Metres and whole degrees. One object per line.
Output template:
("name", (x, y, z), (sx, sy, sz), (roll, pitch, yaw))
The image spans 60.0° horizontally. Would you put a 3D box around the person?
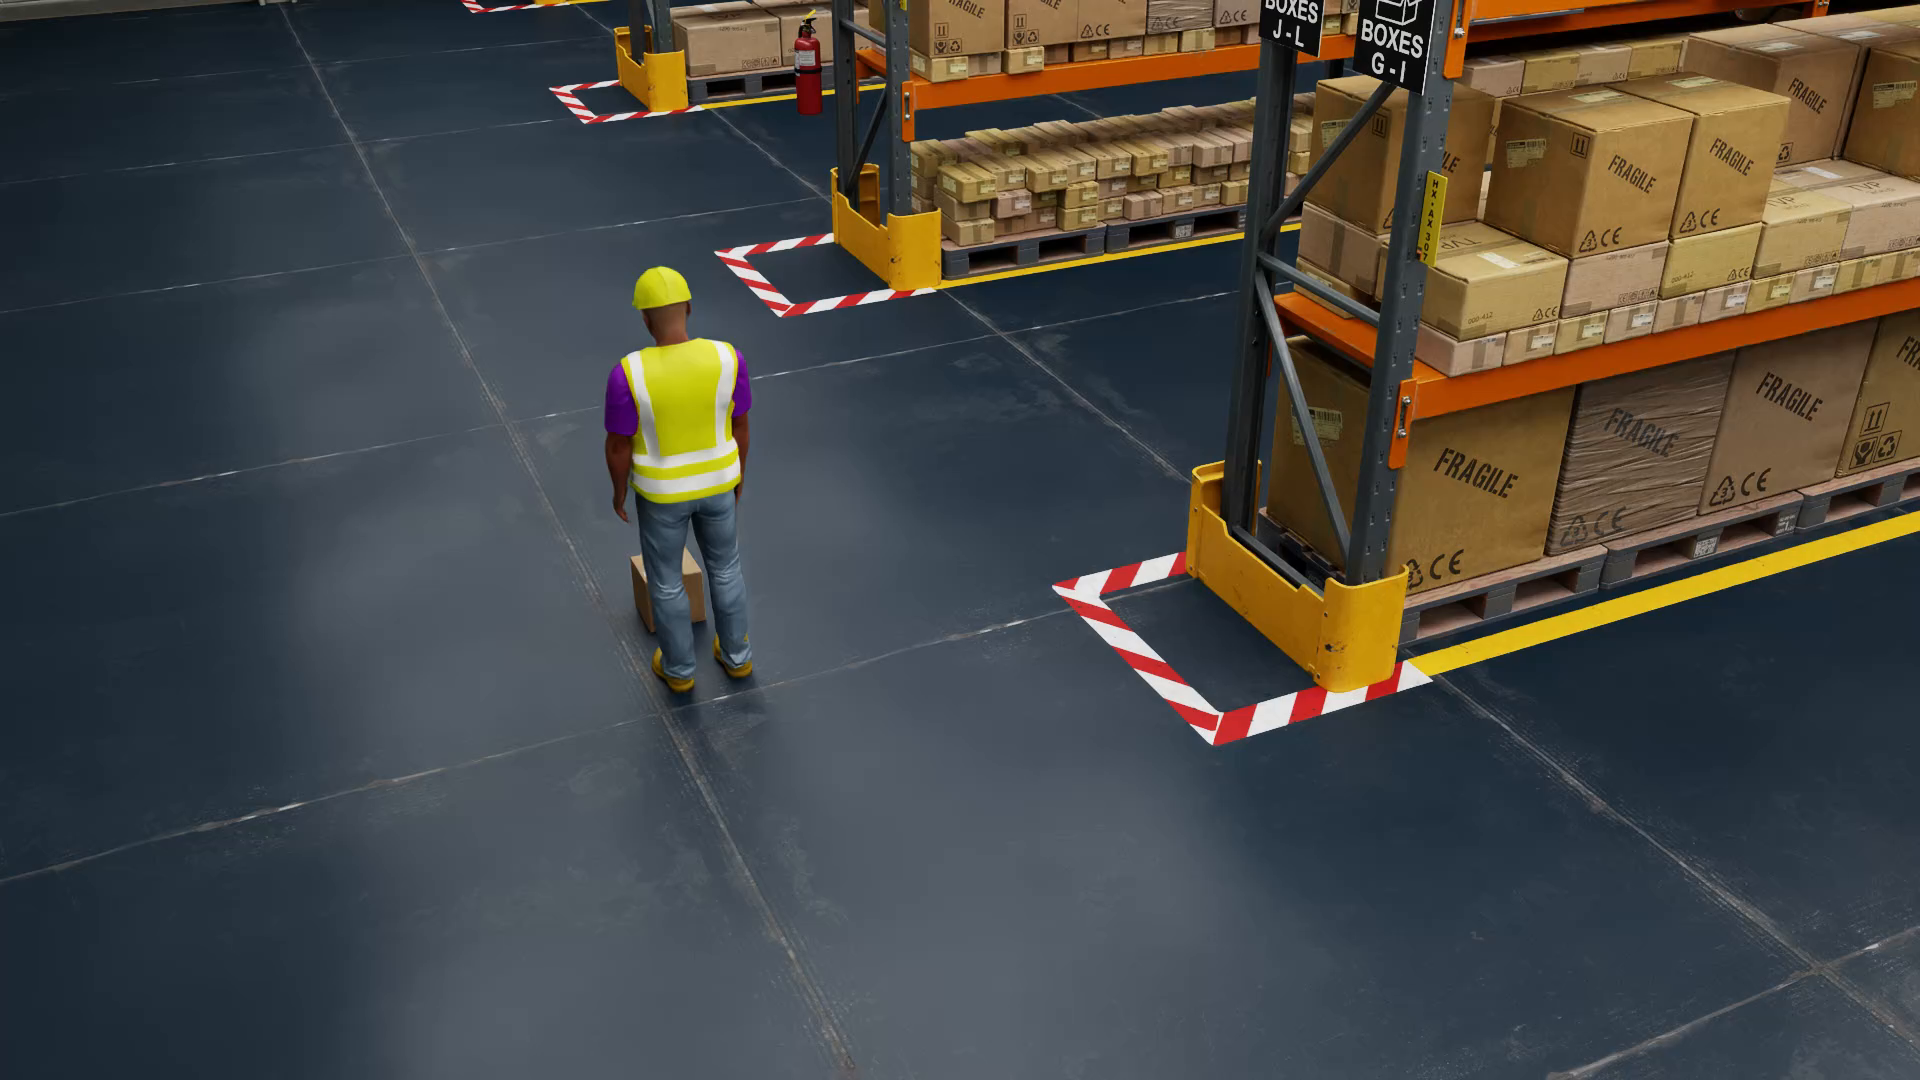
("person", (-1.086, -0.220, 6.502), (0.569, 1.759, 0.368), (-12, 32, -21))
